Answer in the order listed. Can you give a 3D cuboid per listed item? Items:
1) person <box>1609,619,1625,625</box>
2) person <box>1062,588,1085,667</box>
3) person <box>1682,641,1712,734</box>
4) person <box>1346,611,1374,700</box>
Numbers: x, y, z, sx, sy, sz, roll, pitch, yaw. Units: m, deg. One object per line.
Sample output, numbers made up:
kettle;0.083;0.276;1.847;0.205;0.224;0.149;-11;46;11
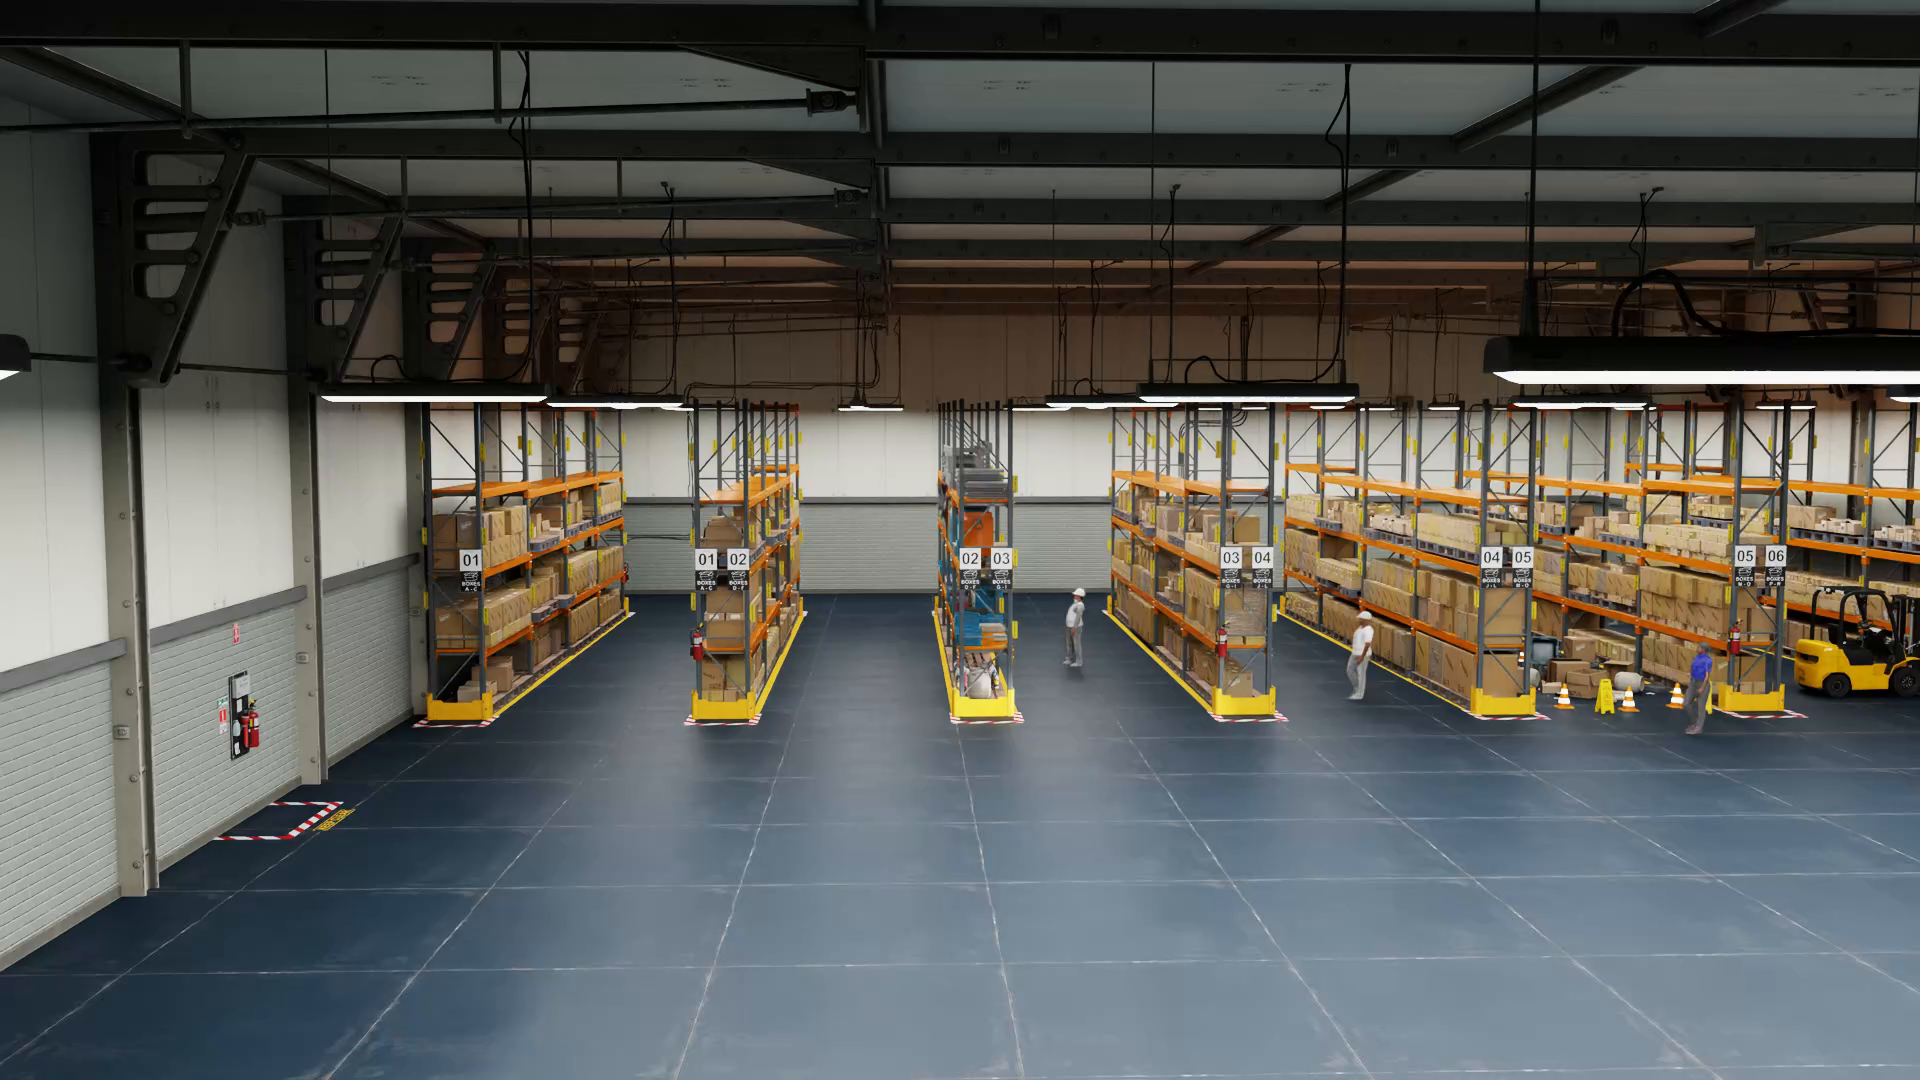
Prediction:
person;17.841;1.503;45.031;0.486;1.700;0.502;2;5;29
person;2.575;1.967;37.624;0.498;1.754;0.601;-2;5;-20
person;13.211;2.656;29.780;0.439;1.691;0.483;-2;5;-25
person;8.024;2.327;33.361;0.530;1.790;0.601;-2;5;-23
